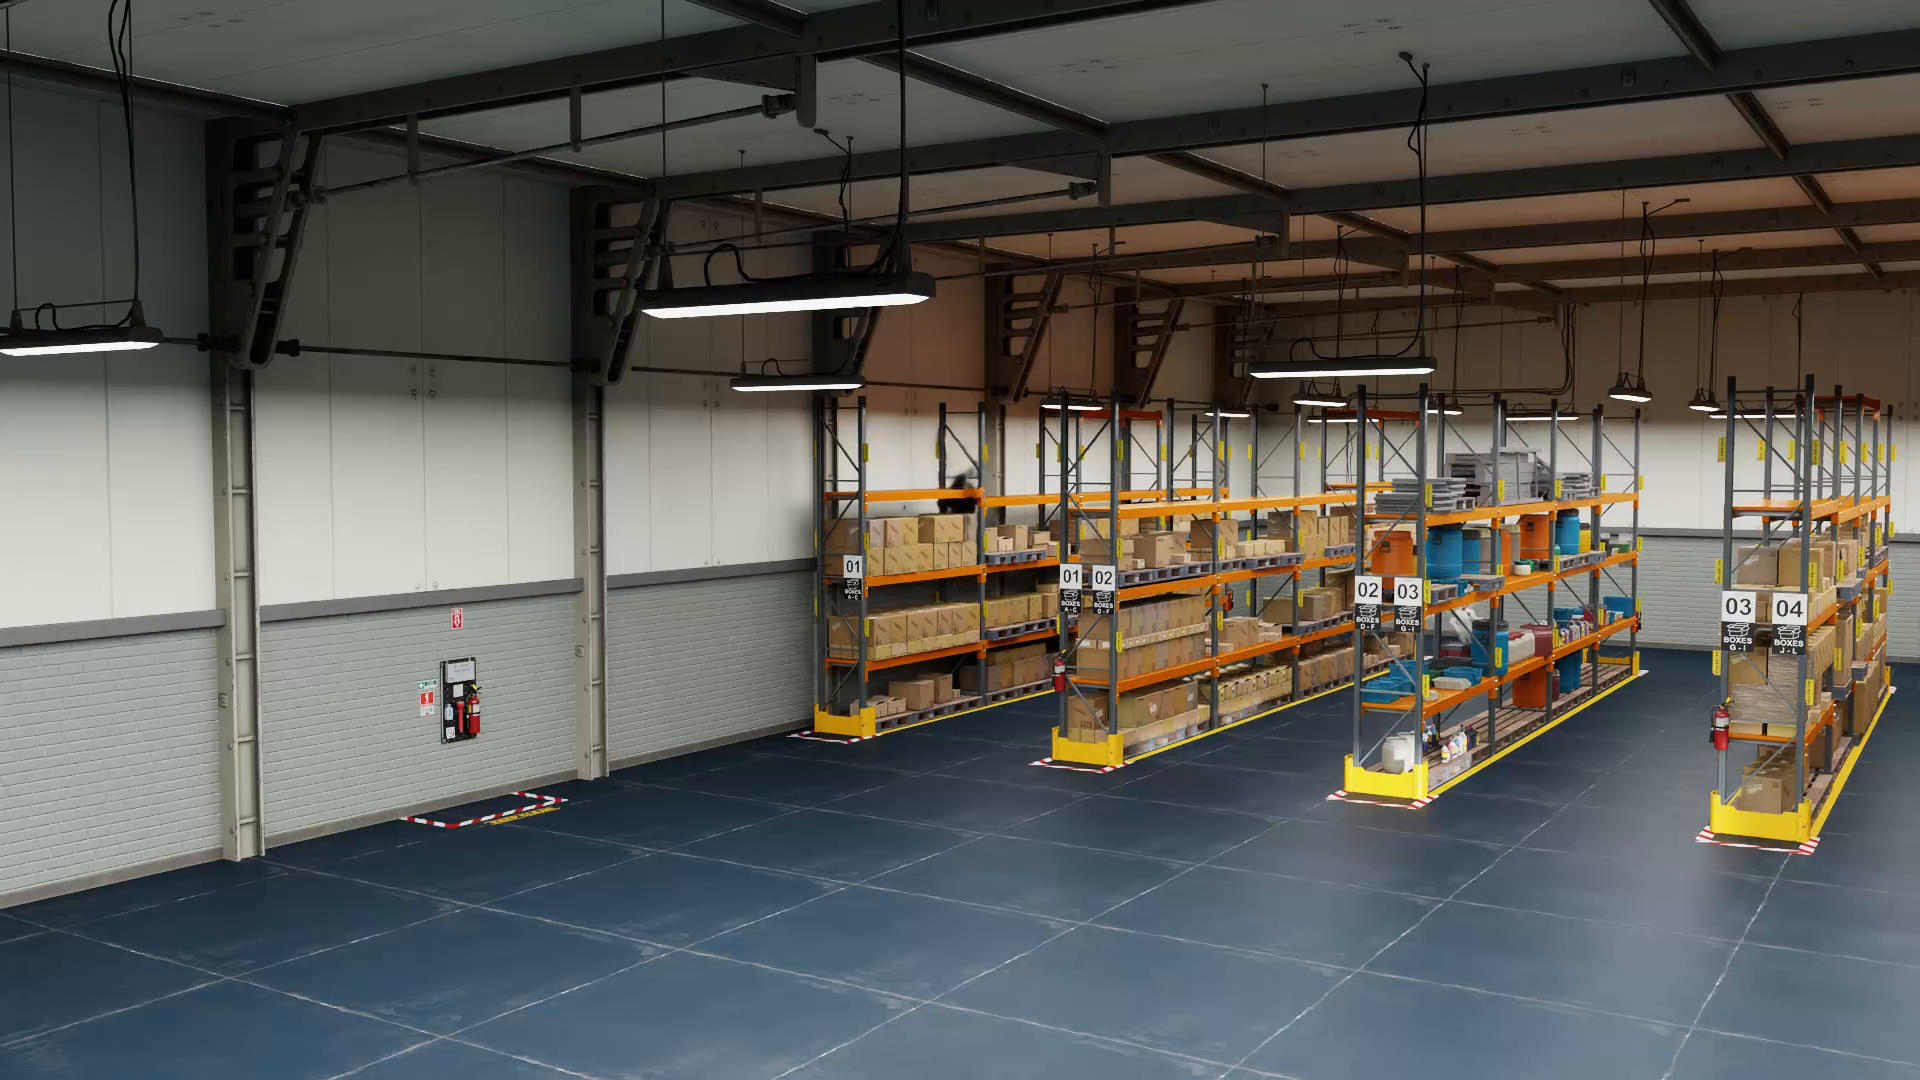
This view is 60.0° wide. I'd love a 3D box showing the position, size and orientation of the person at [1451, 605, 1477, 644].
[{"bbox_3d":[11.757,2.146,38.663,0.582,1.642,0.552,1,3,16],"label":"person"}]
